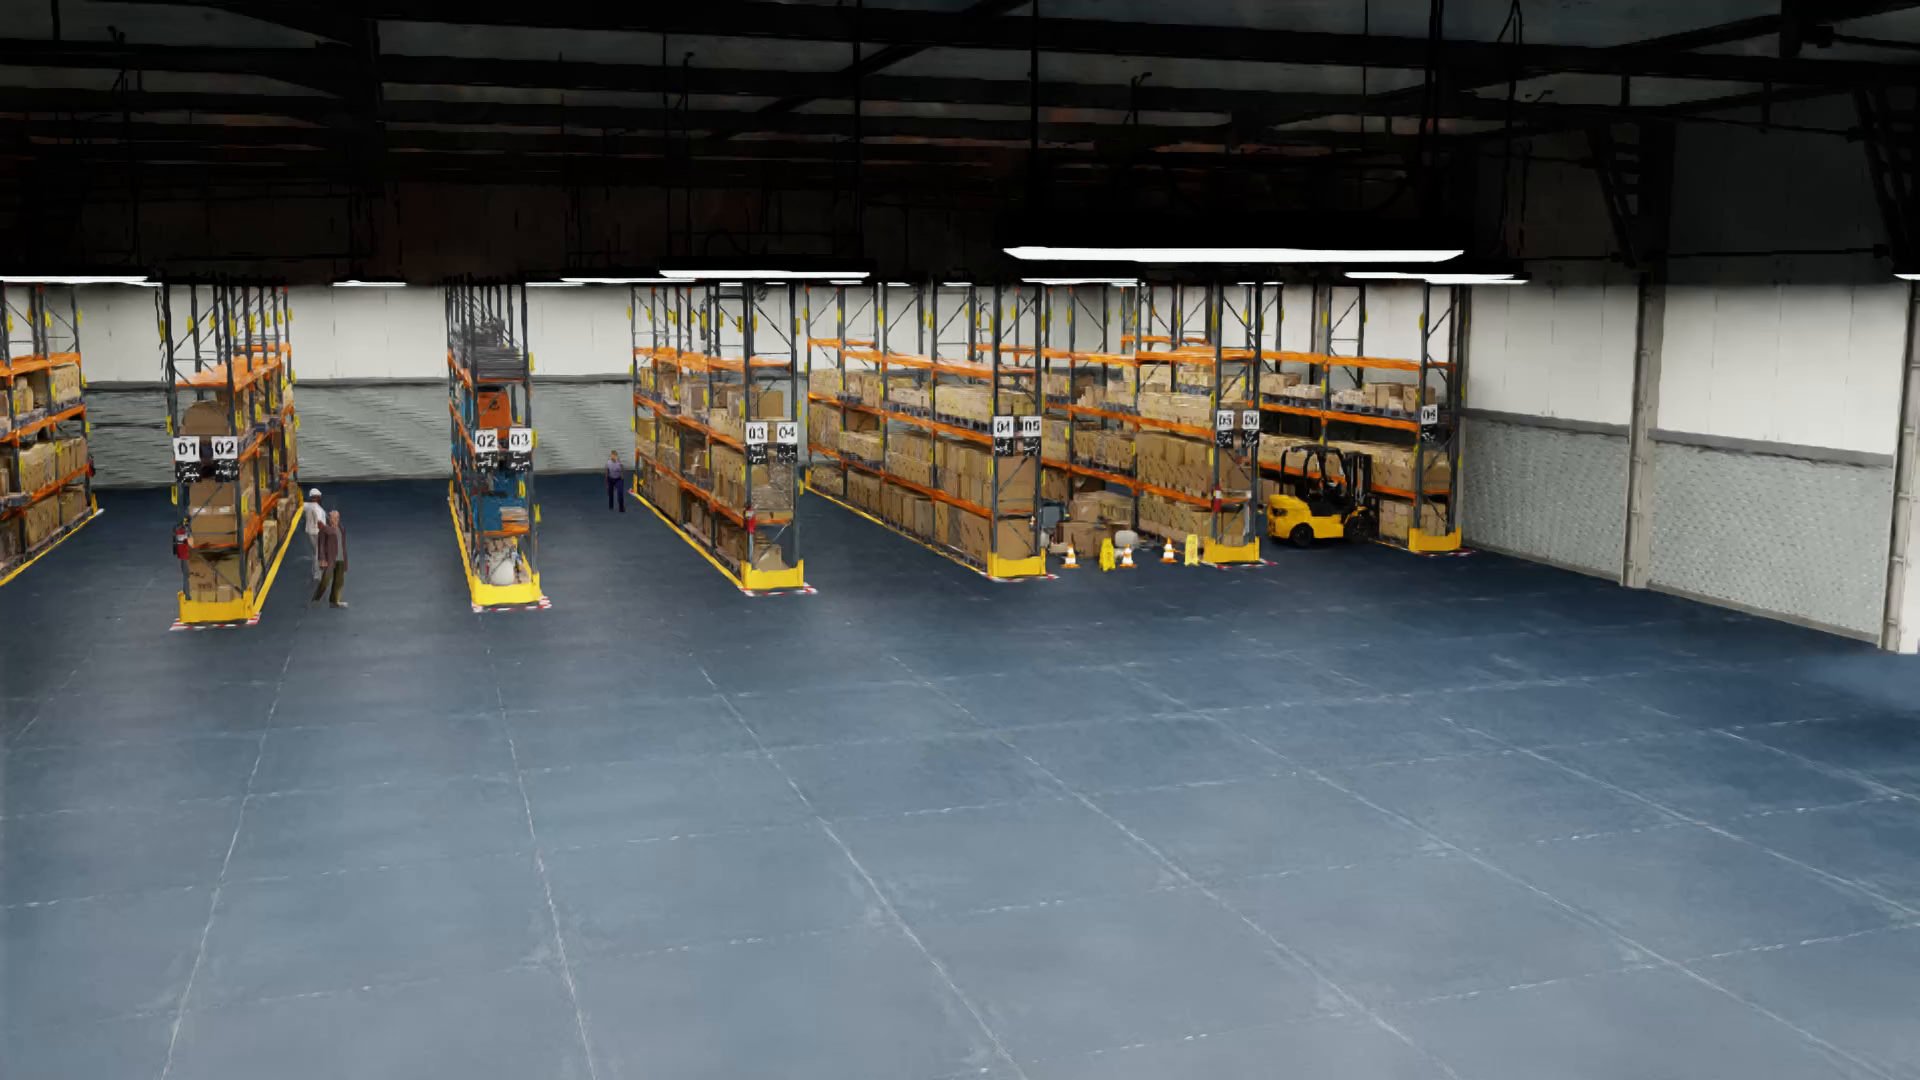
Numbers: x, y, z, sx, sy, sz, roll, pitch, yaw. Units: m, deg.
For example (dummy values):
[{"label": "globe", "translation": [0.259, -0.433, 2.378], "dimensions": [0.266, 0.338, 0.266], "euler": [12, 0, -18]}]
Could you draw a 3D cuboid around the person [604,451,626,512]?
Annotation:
[{"label": "person", "translation": [-8.929, -1.534, 42.934], "dimensions": [0.479, 1.536, 1.079], "euler": [-2, 9, -16]}]

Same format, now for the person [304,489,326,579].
[{"label": "person", "translation": [-12.749, -0.144, 33.045], "dimensions": [0.463, 1.772, 0.649], "euler": [-8, 12, -43]}]

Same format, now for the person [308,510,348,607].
[{"label": "person", "translation": [-11.377, 0.342, 29.932], "dimensions": [0.545, 1.769, 0.770], "euler": [6, 10, 33]}]

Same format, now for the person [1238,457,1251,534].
[{"label": "person", "translation": [6.642, -1.060, 39.085], "dimensions": [0.556, 1.781, 0.631], "euler": [2, 9, 11]}]
